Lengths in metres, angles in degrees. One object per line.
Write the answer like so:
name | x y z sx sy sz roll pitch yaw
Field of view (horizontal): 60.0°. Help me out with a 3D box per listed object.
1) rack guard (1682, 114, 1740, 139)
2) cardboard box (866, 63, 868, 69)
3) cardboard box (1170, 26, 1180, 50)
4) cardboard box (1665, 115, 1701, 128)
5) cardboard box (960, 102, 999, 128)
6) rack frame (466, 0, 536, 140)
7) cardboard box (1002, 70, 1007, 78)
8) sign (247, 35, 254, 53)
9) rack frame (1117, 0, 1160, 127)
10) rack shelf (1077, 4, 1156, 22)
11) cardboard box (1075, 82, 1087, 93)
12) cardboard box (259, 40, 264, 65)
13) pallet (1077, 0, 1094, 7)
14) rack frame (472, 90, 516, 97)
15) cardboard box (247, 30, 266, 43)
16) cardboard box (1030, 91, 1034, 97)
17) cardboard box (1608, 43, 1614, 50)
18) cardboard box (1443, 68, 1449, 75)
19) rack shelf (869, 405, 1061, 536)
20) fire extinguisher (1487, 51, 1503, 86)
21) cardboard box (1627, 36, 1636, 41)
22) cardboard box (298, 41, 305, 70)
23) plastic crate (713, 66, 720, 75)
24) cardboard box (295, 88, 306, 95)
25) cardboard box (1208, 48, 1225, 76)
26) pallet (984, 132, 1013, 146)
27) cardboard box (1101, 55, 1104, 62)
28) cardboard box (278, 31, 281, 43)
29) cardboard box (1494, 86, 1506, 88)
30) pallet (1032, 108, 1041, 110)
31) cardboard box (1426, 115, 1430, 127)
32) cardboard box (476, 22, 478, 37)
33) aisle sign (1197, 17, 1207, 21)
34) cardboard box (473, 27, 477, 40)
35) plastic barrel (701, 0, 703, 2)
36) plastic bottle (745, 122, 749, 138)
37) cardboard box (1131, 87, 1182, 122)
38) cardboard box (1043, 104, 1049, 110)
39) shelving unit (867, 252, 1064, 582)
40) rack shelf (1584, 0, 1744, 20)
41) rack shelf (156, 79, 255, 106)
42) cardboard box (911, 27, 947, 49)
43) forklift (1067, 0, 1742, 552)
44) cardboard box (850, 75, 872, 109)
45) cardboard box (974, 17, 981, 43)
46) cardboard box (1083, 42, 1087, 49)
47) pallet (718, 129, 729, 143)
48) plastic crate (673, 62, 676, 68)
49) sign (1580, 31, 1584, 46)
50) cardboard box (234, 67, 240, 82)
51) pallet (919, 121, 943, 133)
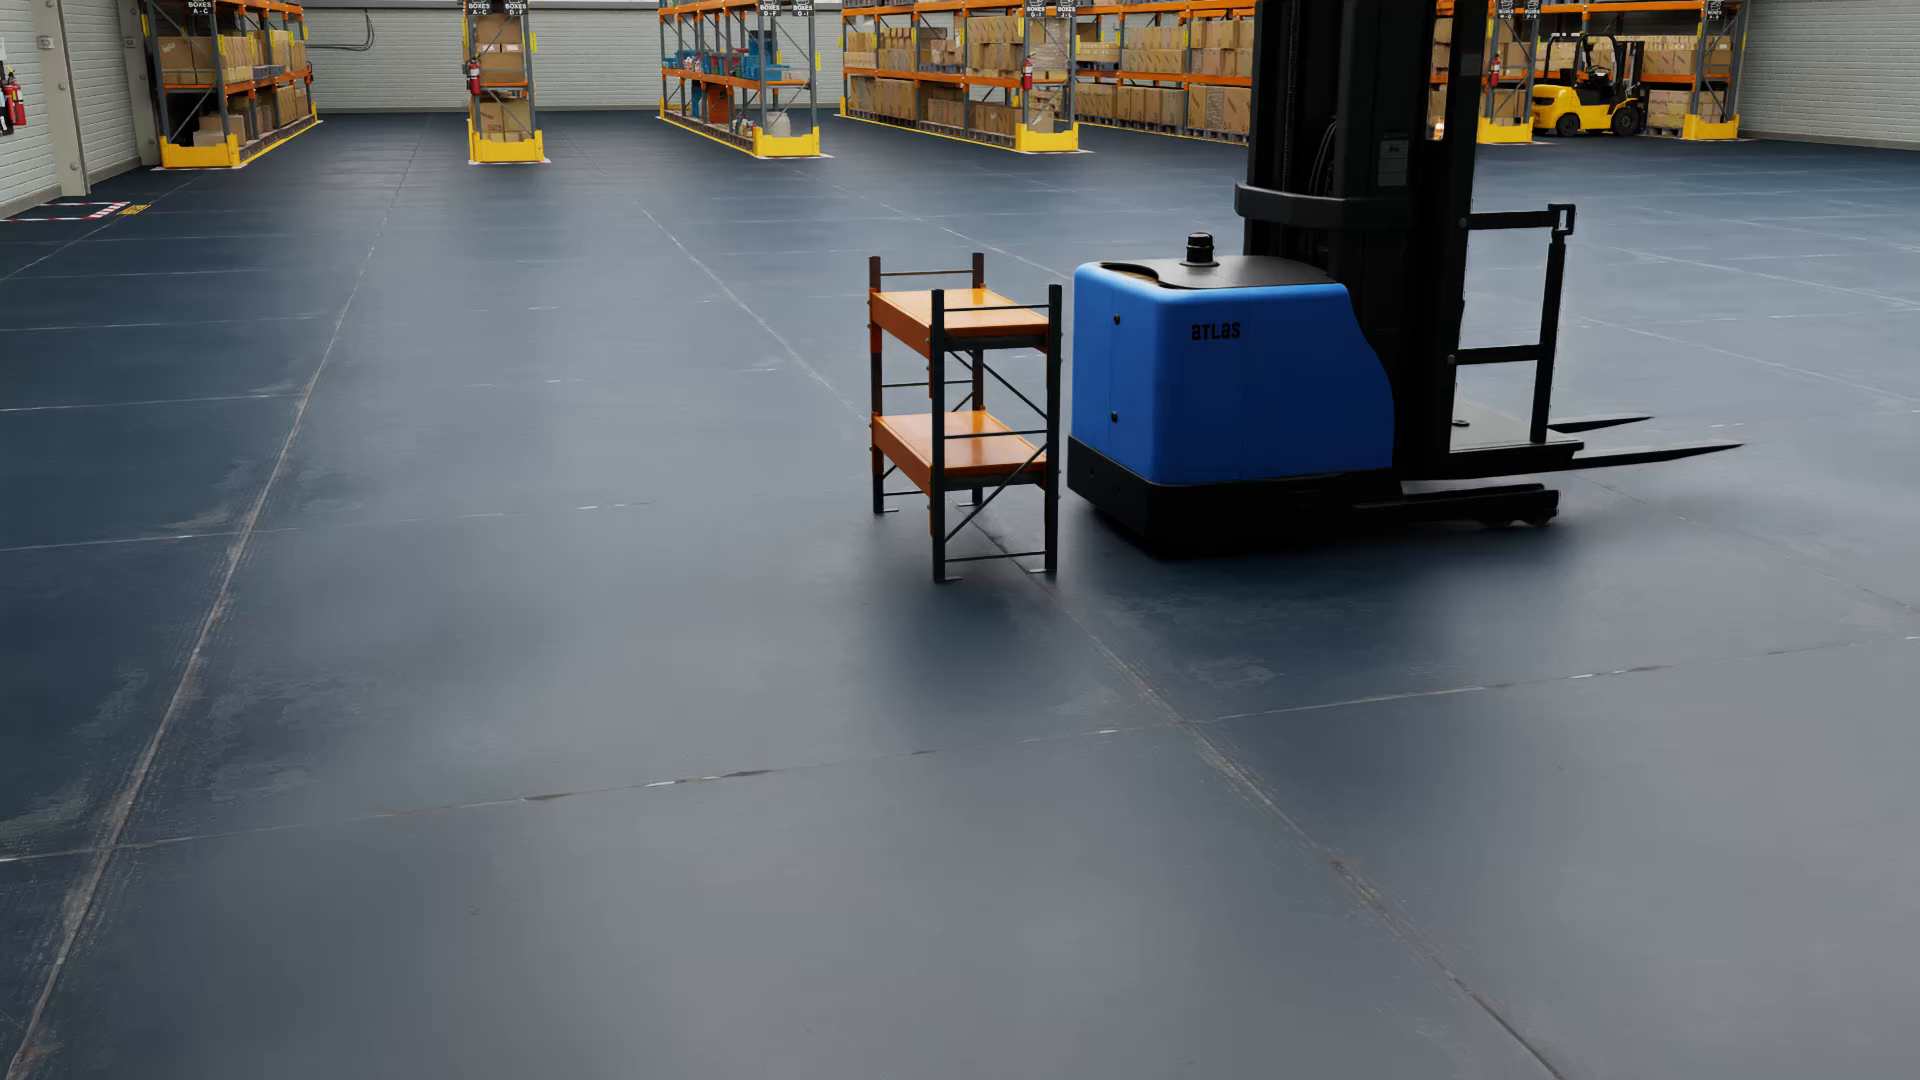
rack guard | 15.977 -8.801 35.383 1.175 0.500 0.348 -5 17 -15
cardboard box | -2.238 -12.299 43.118 0.380 0.149 0.250 -4 17 -14
cardboard box | 5.083 -11.104 36.794 0.700 0.500 0.500 -5 17 -16
cardboard box | 15.538 -8.994 35.730 0.500 0.250 0.500 -5 17 -15
cardboard box | 0.423 -9.120 35.678 0.700 0.500 0.500 -6 18 -20
rack frame | -7.855 -8.046 28.523 1.000 3.000 0.127 -5 17 -15
cardboard box | 1.034 -9.115 32.518 0.380 0.149 0.250 -5 17 -15
sign | -13.197 -9.219 30.925 0.100 0.325 0.005 -5 17 -15
rack frame | 4.269 -11.405 39.706 1.000 3.000 0.127 -5 17 -15
rack shelf | 3.719 -13.050 41.220 1.077 0.370 4.000 -5 17 -15
cardboard box | 3.118 -11.649 42.831 0.500 0.250 0.500 -5 18 -18
cardboard box | -14.677 -9.995 34.075 0.700 0.500 0.500 -7 18 -22
pallet | 3.525 -13.392 41.434 1.213 0.211 1.003 -5 17 -15
rack frame | -11.153 -11.365 39.573 1.000 3.000 0.127 -5 17 -15
cardboard box | -14.701 -10.579 34.927 0.500 0.250 0.500 -4 17 -14
cardboard box | 2.173 -12.358 46.071 0.380 0.149 0.250 -6 18 -18
cardboard box | 14.873 -11.145 37.541 0.380 0.149 0.250 -4 17 -14
cardboard box | 10.472 -9.926 35.219 0.380 0.149 0.250 -5 17 -16
rack shelf | -0.002 -0.306 6.867 0.538 0.278 1.000 -5 17 -15
fire extinguisher | 10.787 -9.506 33.520 0.296 0.674 0.183 -5 17 -15
cardboard box | 15.104 -11.151 37.041 0.380 0.149 0.250 -5 17 -15
cardboard box | -16.654 -11.882 40.772 0.980 0.700 0.700 -5 17 -16
plastic crate | -4.941 -9.901 35.067 0.450 0.188 0.662 -5 17 -15
cardboard box | -16.444 -11.116 41.232 0.380 0.149 0.250 -4 17 -14
cardboard box | 5.689 -9.960 34.636 0.875 0.550 0.550 -5 17 -15
pallet | 1.129 -8.078 33.477 1.003 0.211 1.213 -5 17 -15
cardboard box | 3.625 -11.655 40.244 0.380 0.149 0.250 -5 17 -15
cardboard box | -15.129 -10.998 36.323 0.500 0.250 0.500 -5 17 -16
cardboard box | 13.928 -11.701 43.180 0.380 0.149 0.250 -4 17 -12
pallet | 2.612 -11.697 45.526 1.003 0.211 1.213 -5 17 -15
cardboard box | 10.308 -9.124 36.163 0.500 0.250 0.500 -5 17 -16
cardboard box | -8.413 -9.283 30.212 0.700 0.500 0.500 -5 17 -15
aisle sign | 7.080 -15.327 48.243 0.394 0.787 0.004 -5 17 -15
cardboard box | -11.541 -12.011 39.813 0.500 0.500 0.500 -5 17 -15
plastic barrel | -5.500 -12.029 36.376 0.421 0.512 0.421 0 17 0
plastic bottle | -4.068 -7.850 31.830 0.061 0.283 0.133 -4 17 -14
cardboard box | 4.593 -10.112 38.581 1.050 0.750 0.750 -4 17 -14
cardboard box | 2.450 -11.715 44.964 0.380 0.149 0.250 -5 17 -15
shelving unit | -0.002 -0.541 6.796 0.538 1.125 1.048 -5 17 -15
rack shelf | 15.421 -11.650 36.559 1.077 0.370 4.000 -5 17 -15
rack shelf | -13.167 -7.862 29.161 1.077 0.370 4.000 -5 17 -15
cardboard box | -0.713 -11.773 39.013 0.797 0.503 0.637 -4 17 -13
forklift | 2.058 -1.588 7.144 3.031 2.935 1.130 -5 18 -17
cardboard box | -2.474 -12.267 45.538 0.875 0.875 0.875 -5 17 -15
cardboard box | 0.589 -10.321 33.668 0.500 0.500 0.500 -5 17 -15
cardboard box | 3.269 -12.300 41.358 0.380 0.149 0.250 -4 17 -14
pallet | -4.444 -8.422 34.621 1.003 0.211 1.213 -5 17 -15
plastic crate | -7.157 -12.116 42.427 0.293 0.136 0.466 -5 17 -15
sign | 14.352 -11.582 38.422 0.100 0.325 0.005 -5 17 -15
cardboard box | -12.737 -8.035 28.713 0.500 0.250 0.500 -5 17 -16
pallet | -0.315 -9.489 38.175 1.003 0.211 1.213 -5 17 -15
